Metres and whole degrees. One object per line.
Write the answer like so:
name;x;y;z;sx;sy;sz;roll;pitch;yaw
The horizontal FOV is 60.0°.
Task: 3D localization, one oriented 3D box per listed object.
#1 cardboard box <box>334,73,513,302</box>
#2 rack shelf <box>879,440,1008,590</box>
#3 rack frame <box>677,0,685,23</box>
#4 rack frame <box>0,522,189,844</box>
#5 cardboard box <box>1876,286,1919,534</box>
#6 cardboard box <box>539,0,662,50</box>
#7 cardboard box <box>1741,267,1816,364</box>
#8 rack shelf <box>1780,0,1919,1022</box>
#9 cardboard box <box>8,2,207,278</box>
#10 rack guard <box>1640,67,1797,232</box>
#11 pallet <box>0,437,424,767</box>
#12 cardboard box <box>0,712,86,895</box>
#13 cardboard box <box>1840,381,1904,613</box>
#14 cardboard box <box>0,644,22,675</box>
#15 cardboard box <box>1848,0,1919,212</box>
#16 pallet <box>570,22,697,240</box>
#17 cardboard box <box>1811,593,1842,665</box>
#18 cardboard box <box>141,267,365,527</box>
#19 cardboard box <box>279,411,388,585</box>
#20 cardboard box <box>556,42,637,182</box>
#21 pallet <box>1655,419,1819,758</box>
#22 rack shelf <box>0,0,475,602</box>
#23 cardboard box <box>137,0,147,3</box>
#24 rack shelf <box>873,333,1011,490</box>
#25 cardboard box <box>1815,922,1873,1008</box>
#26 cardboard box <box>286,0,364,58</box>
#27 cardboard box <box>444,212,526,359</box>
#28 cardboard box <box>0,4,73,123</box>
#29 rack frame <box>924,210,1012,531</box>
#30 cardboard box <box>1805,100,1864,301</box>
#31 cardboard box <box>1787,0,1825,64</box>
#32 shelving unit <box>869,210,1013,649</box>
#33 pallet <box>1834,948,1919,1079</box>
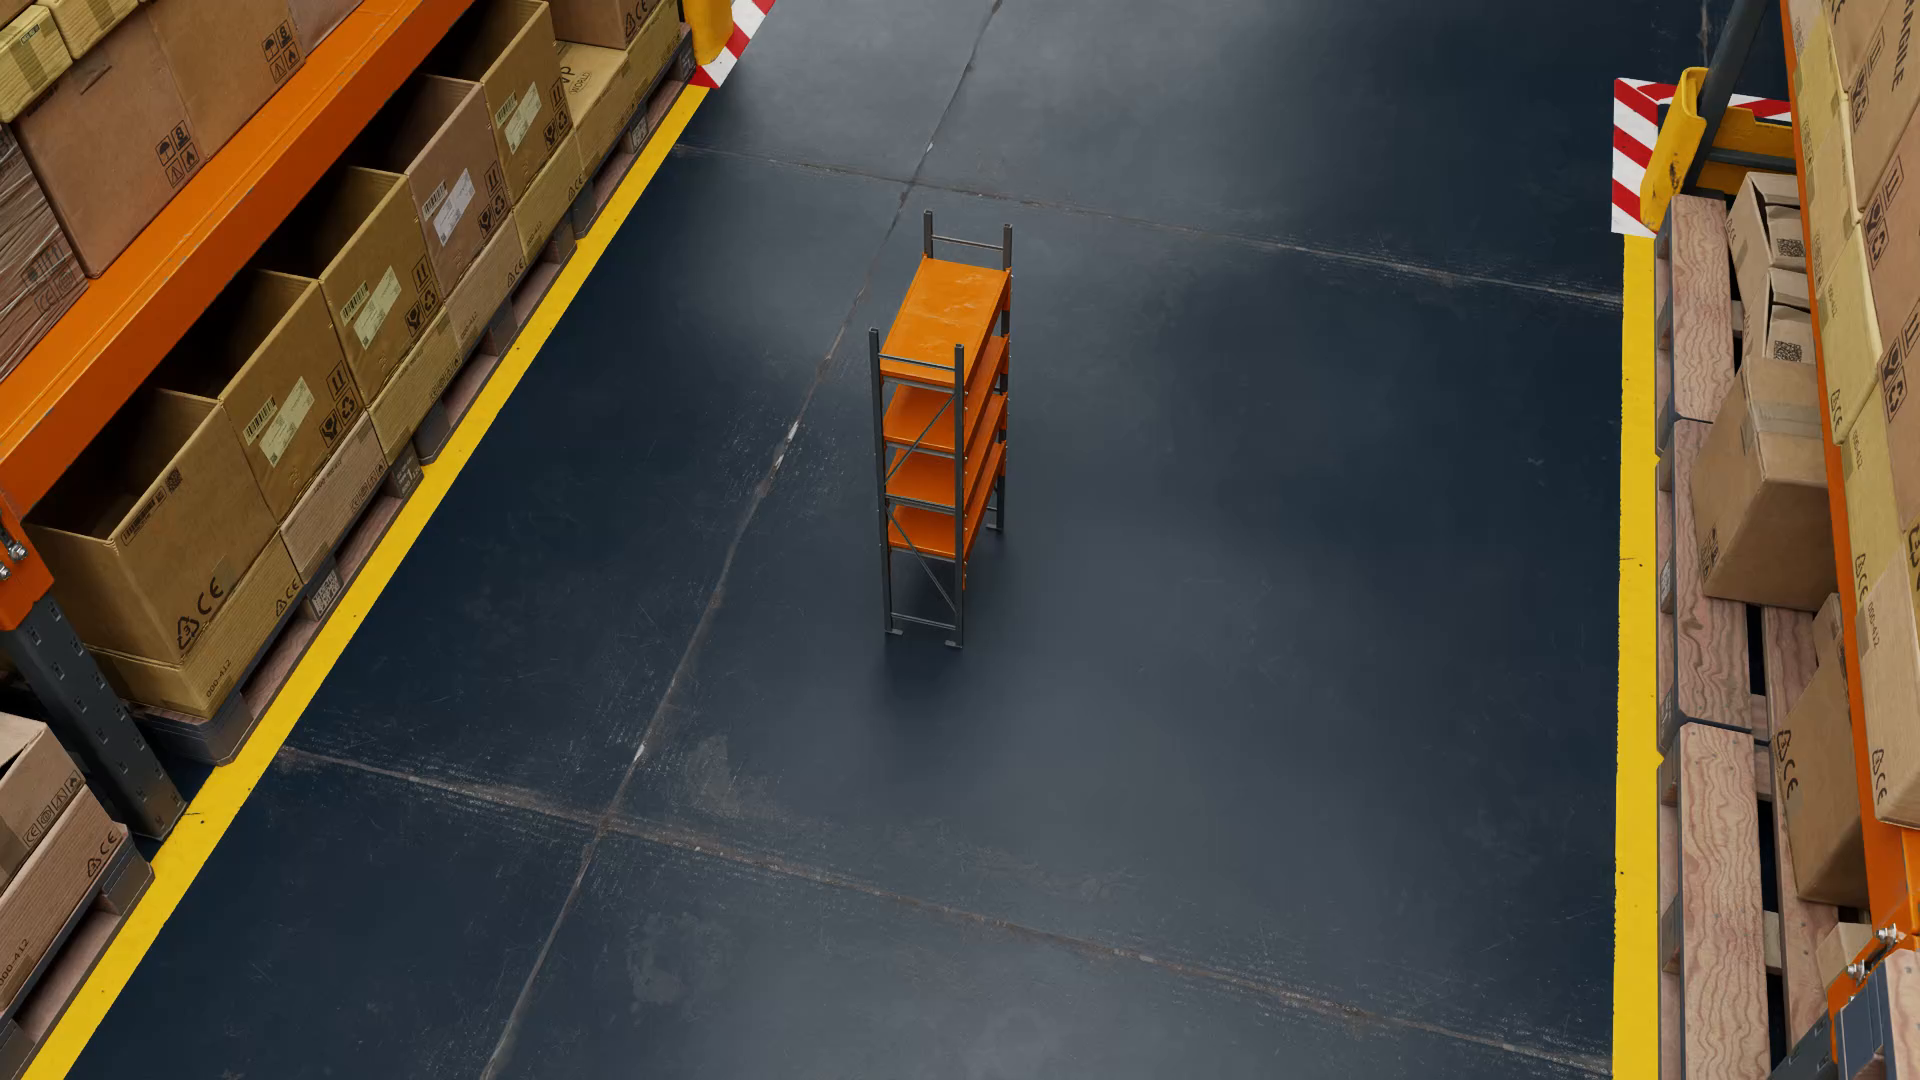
cardboard box;-1.814;-1.148;5.316;0.500;0.500;0.500;12;50;10
rack shelf;-0.044;-0.101;4.894;0.258;0.148;0.480;12;50;10
rack frame;-1.578;-3.205;6.078;1.000;3.000;0.127;12;50;10
rack frame;-2.631;-0.311;3.524;1.000;3.000;0.127;12;50;10
cardboard box;2.101;-0.307;3.107;0.500;0.500;0.500;11;50;10
cardboard box;-1.433;-2.235;6.276;0.500;0.500;0.500;12;50;10
cardboard box;2.783;-0.591;5.271;0.500;0.311;0.500;15;50;13
rack shelf;2.675;-0.545;4.210;1.077;0.370;4.000;12;50;10
cardboard box;-2.388;-1.050;4.109;0.700;0.500;0.500;11;50;10
rack guard;3.182;-1.348;6.106;1.175;0.500;0.348;12;50;10
pallet;-2.382;0.044;5.070;1.003;0.211;1.213;12;50;10
cardboard box;-2.461;0.623;3.879;0.500;0.311;0.500;12;50;10
cardboard box;2.120;-0.055;3.384;0.500;0.250;0.500;12;50;10
cardboard box;-2.720;0.081;4.732;0.500;0.250;0.500;12;50;10
cardboard box;2.380;-1.045;3.758;0.500;0.500;0.500;13;50;11
pallet;-1.739;-1.721;6.628;1.003;0.211;1.213;12;50;10
cardboard box;2.589;0.308;4.585;0.380;0.149;0.250;8;49;7
cardboard box;-2.083;-0.426;4.679;0.500;0.500;0.500;12;50;10
cardboard box;-2.080;-0.177;4.959;0.500;0.250;0.500;12;50;10
cardboard box;-1.555;-1.624;6.236;0.500;0.250;0.500;12;50;10
pallet;2.611;0.208;4.926;1.003;0.211;1.213;12;50;10
rack shelf;-2.105;-1.520;5.071;1.077;0.370;4.000;12;50;10
cardboard box;-2.106;-1.454;4.034;0.380;0.149;0.250;10;49;9
rack shelf;-0.044;-0.381;4.577;0.258;0.148;0.480;12;50;10
cardboard box;2.261;1.062;3.908;0.380;0.166;0.250;6;49;5
cardboard box;-2.118;-1.782;4.756;0.700;0.500;0.500;13;50;11
cardboard box;-1.818;-0.900;5.598;0.500;0.250;0.500;12;50;10
cardboard box;-2.241;-1.084;3.707;0.380;0.149;0.250;10;49;9
rack frame;0.021;-0.454;4.850;0.240;1.200;0.015;12;50;10
cardboard box;2.369;-0.786;4.029;0.500;0.250;0.500;12;50;10
cardboard box;2.644;-1.518;4.676;0.500;0.250;0.500;10;49;9
shelving unit;-0.044;-0.277;4.694;0.258;1.200;0.503;12;50;10
pallet;1.807;1.251;2.273;1.003;0.211;1.213;12;50;10
